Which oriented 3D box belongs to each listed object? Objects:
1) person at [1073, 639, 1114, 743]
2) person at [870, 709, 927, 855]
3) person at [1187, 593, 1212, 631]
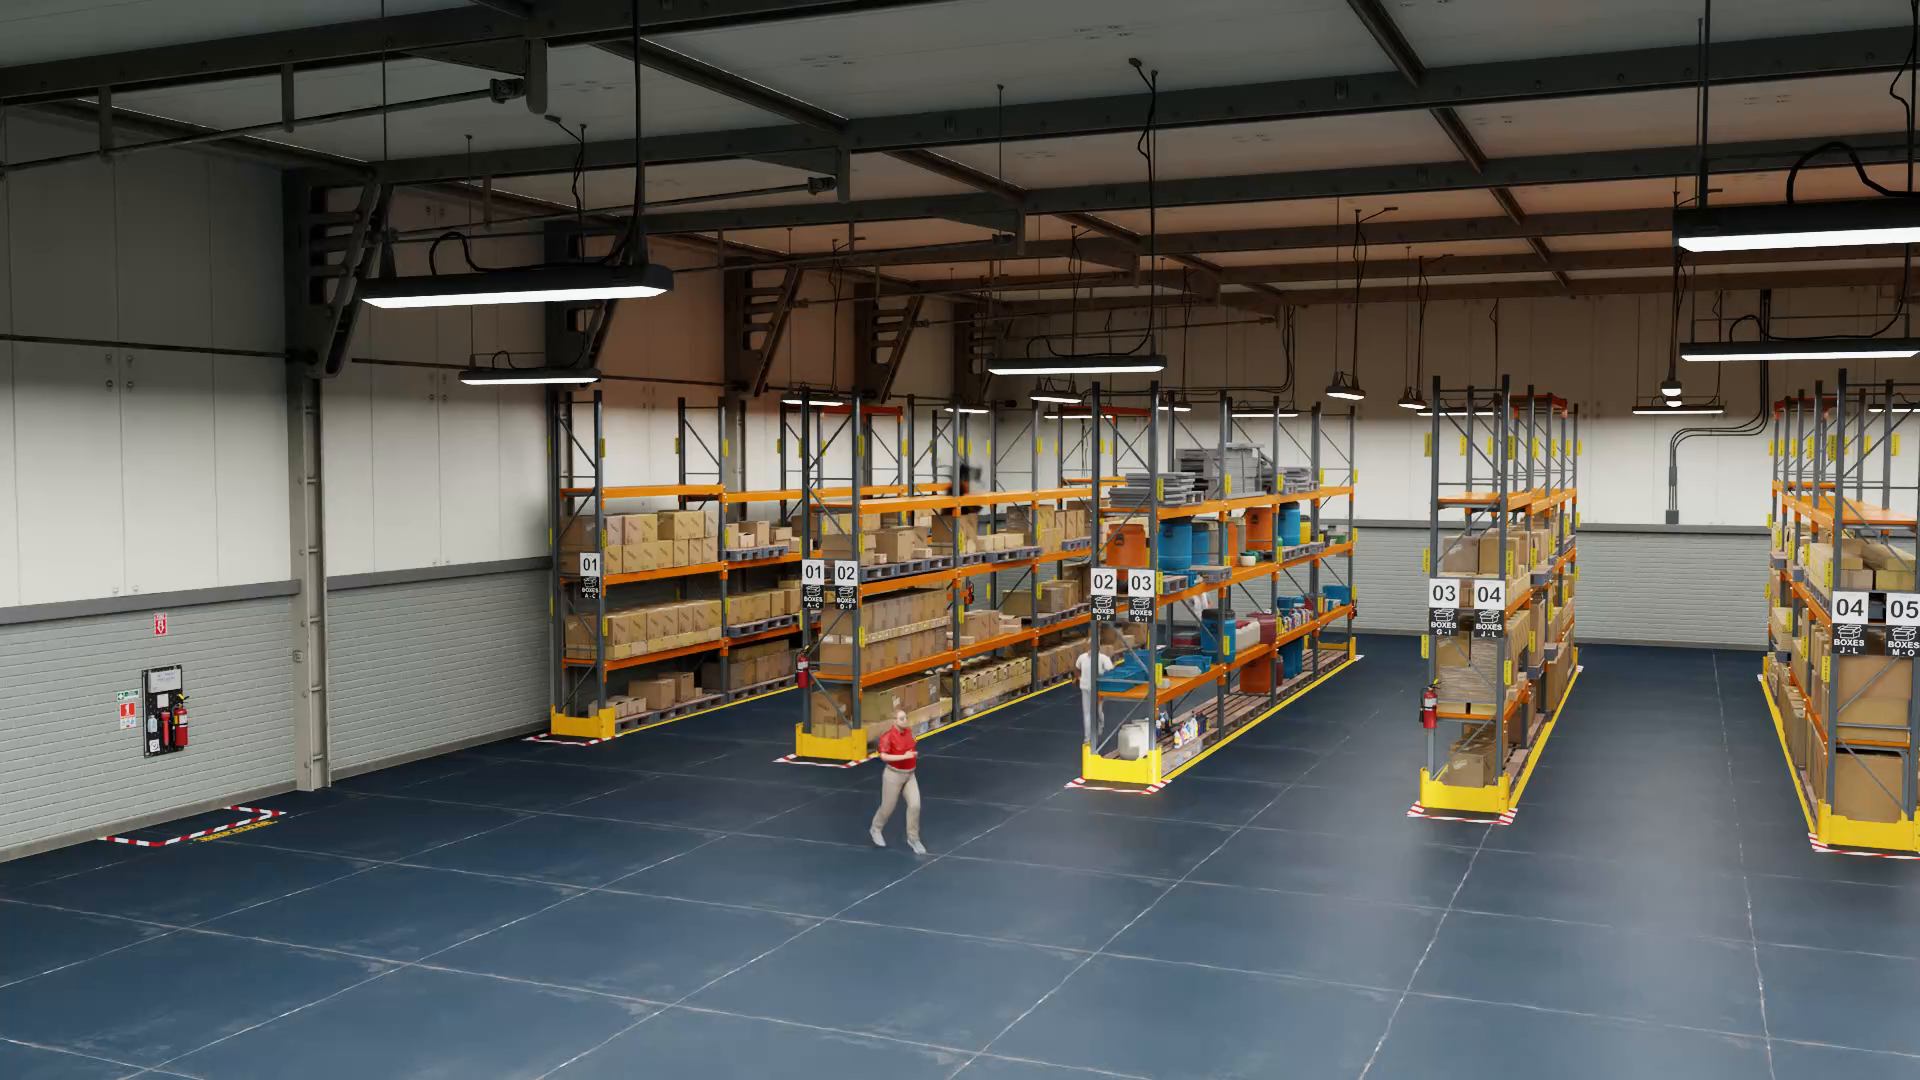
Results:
[{"bbox_3d":[2.256,2.525,28.133,0.722,1.757,0.835,1,3,16],"label":"person"},{"bbox_3d":[-0.788,2.992,20.680,0.664,1.792,0.848,-3,4,-43],"label":"person"},{"bbox_3d":[5.976,1.886,41.146,0.733,1.686,0.607,-1,3,-11],"label":"person"}]
